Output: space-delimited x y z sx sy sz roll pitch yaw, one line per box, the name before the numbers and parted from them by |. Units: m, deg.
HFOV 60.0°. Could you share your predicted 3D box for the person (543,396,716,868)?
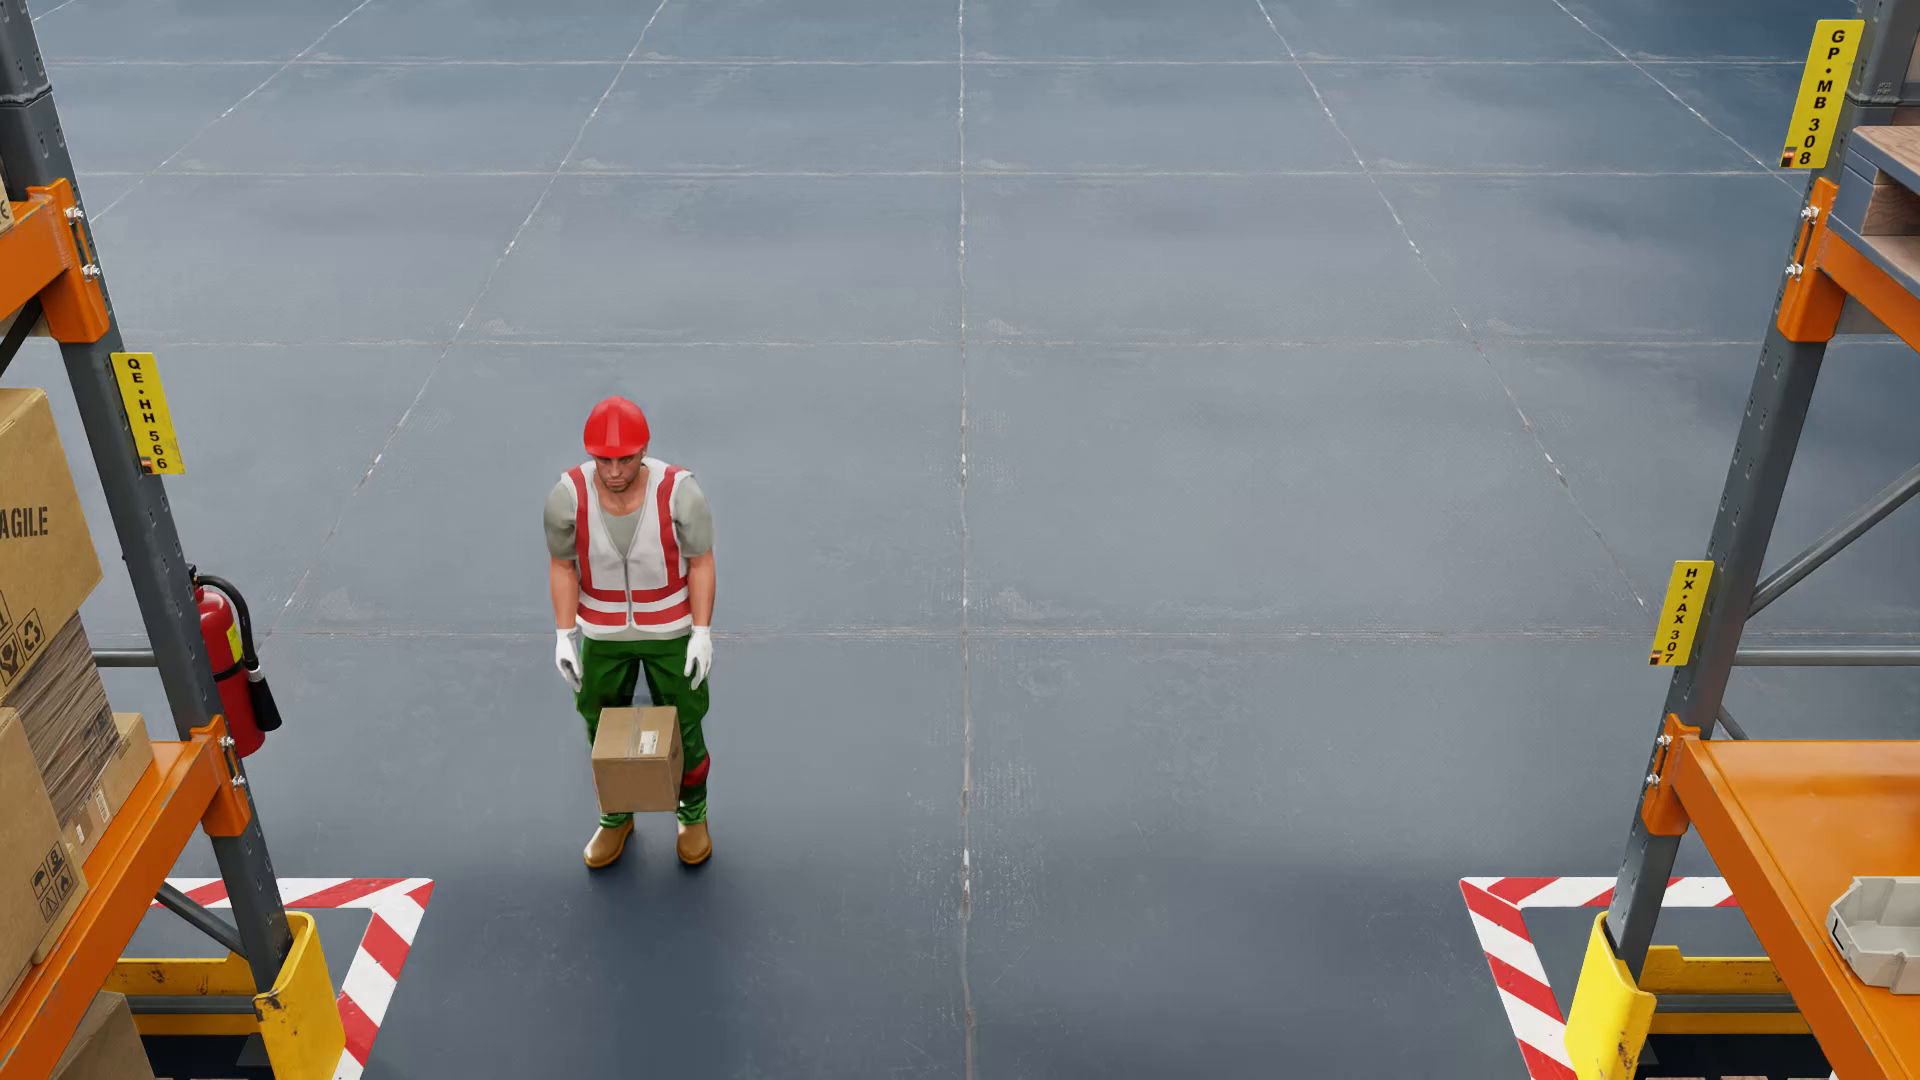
person | -1.079 0.315 5.595 0.550 1.785 0.411 -1 31 -2
